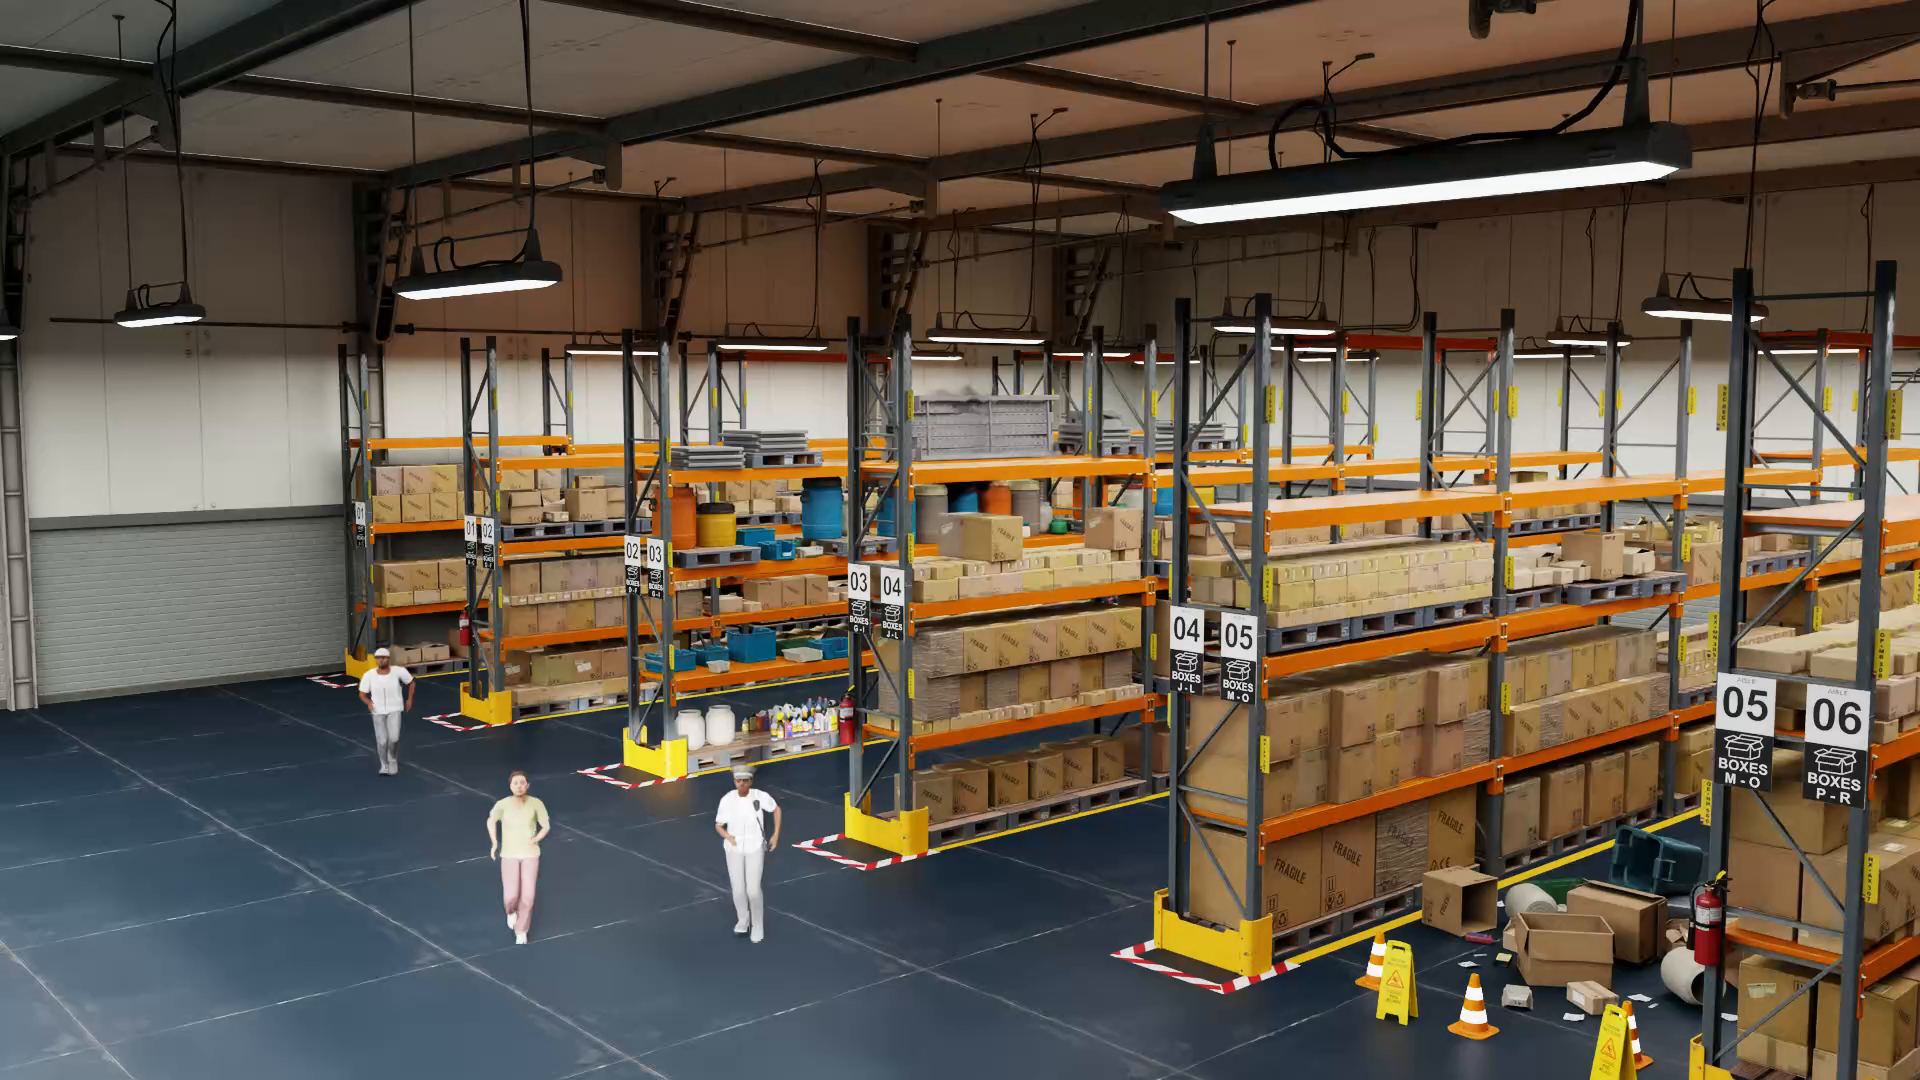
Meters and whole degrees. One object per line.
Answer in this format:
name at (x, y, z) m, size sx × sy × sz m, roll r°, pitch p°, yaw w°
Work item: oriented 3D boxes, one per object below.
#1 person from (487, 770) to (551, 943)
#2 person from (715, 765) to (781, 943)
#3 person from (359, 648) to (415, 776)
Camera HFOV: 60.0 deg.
person at (-4.116, 2.963, 15.544) m, size 0.575 × 1.627 × 0.540 m, roll -1°, pitch 5°, yaw -15°
person at (-1.996, 2.945, 15.613) m, size 0.594 × 1.729 × 0.694 m, roll 0°, pitch 5°, yaw -1°
person at (-7.678, 2.300, 22.262) m, size 0.702 × 1.725 × 0.617 m, roll -1°, pitch 5°, yaw -12°
